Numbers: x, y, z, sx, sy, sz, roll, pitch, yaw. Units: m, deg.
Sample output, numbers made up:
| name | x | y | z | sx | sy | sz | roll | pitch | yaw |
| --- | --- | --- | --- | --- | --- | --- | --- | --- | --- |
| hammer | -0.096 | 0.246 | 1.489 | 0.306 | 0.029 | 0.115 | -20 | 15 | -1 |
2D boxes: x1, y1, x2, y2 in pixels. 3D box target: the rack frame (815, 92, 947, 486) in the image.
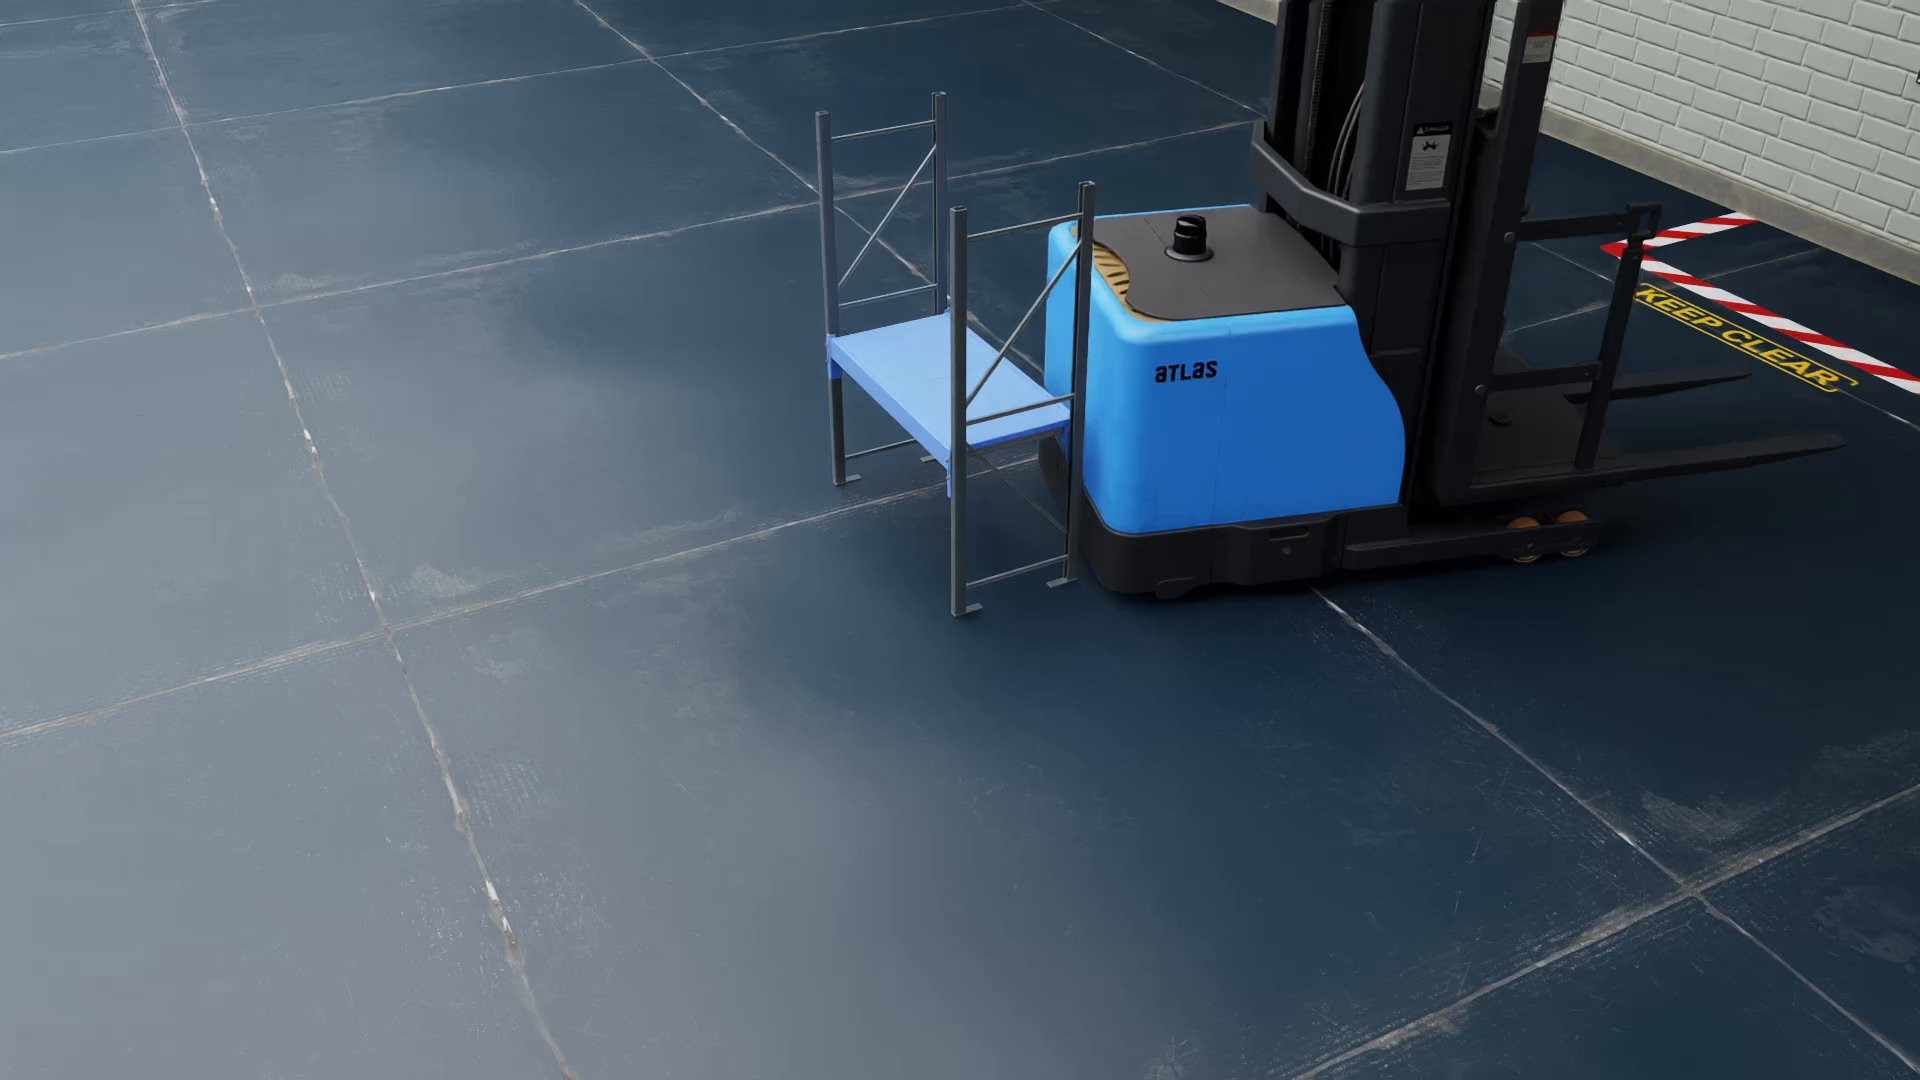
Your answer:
| name | x | y | z | sx | sy | sz | roll | pitch | yaw |
| --- | --- | --- | --- | --- | --- | --- | --- | --- | --- |
| rack frame | -0.277 | -0.915 | 6.288 | 0.500 | 1.500 | 0.032 | -16 | 36 | -23 |

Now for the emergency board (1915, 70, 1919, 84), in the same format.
| name | x | y | z | sx | sy | sz | roll | pitch | yaw |
| --- | --- | --- | --- | --- | --- | --- | --- | --- | --- |
| emergency board | 4.668 | -2.518 | 7.399 | 0.157 | 1.169 | 0.626 | -16 | 36 | -23 |

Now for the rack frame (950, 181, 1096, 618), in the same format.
| name | x | y | z | sx | sy | sz | roll | pitch | yaw |
| --- | --- | --- | --- | --- | --- | --- | --- | --- | --- |
| rack frame | 0.197 | -0.430 | 5.530 | 0.500 | 1.500 | 0.032 | -16 | 36 | -23 |

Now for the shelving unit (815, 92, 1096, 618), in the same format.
| name | x | y | z | sx | sy | sz | roll | pitch | yaw |
| --- | --- | --- | --- | --- | --- | --- | --- | --- | --- |
| shelving unit | -0.040 | -0.672 | 5.909 | 0.538 | 1.500 | 1.048 | -16 | 36 | -23 |

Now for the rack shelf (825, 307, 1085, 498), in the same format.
| name | x | y | z | sx | sy | sz | roll | pitch | yaw |
| --- | --- | --- | --- | --- | --- | --- | --- | --- | --- |
| rack shelf | -0.040 | -0.521 | 6.006 | 0.538 | 0.185 | 1.000 | -16 | 36 | -23 |

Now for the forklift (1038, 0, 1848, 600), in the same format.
| name | x | y | z | sx | sy | sz | roll | pitch | yaw |
| --- | --- | --- | --- | --- | --- | --- | --- | --- | --- |
| forklift | 1.882 | -1.423 | 5.754 | 3.031 | 2.935 | 1.130 | -7 | 33 | -10 |
